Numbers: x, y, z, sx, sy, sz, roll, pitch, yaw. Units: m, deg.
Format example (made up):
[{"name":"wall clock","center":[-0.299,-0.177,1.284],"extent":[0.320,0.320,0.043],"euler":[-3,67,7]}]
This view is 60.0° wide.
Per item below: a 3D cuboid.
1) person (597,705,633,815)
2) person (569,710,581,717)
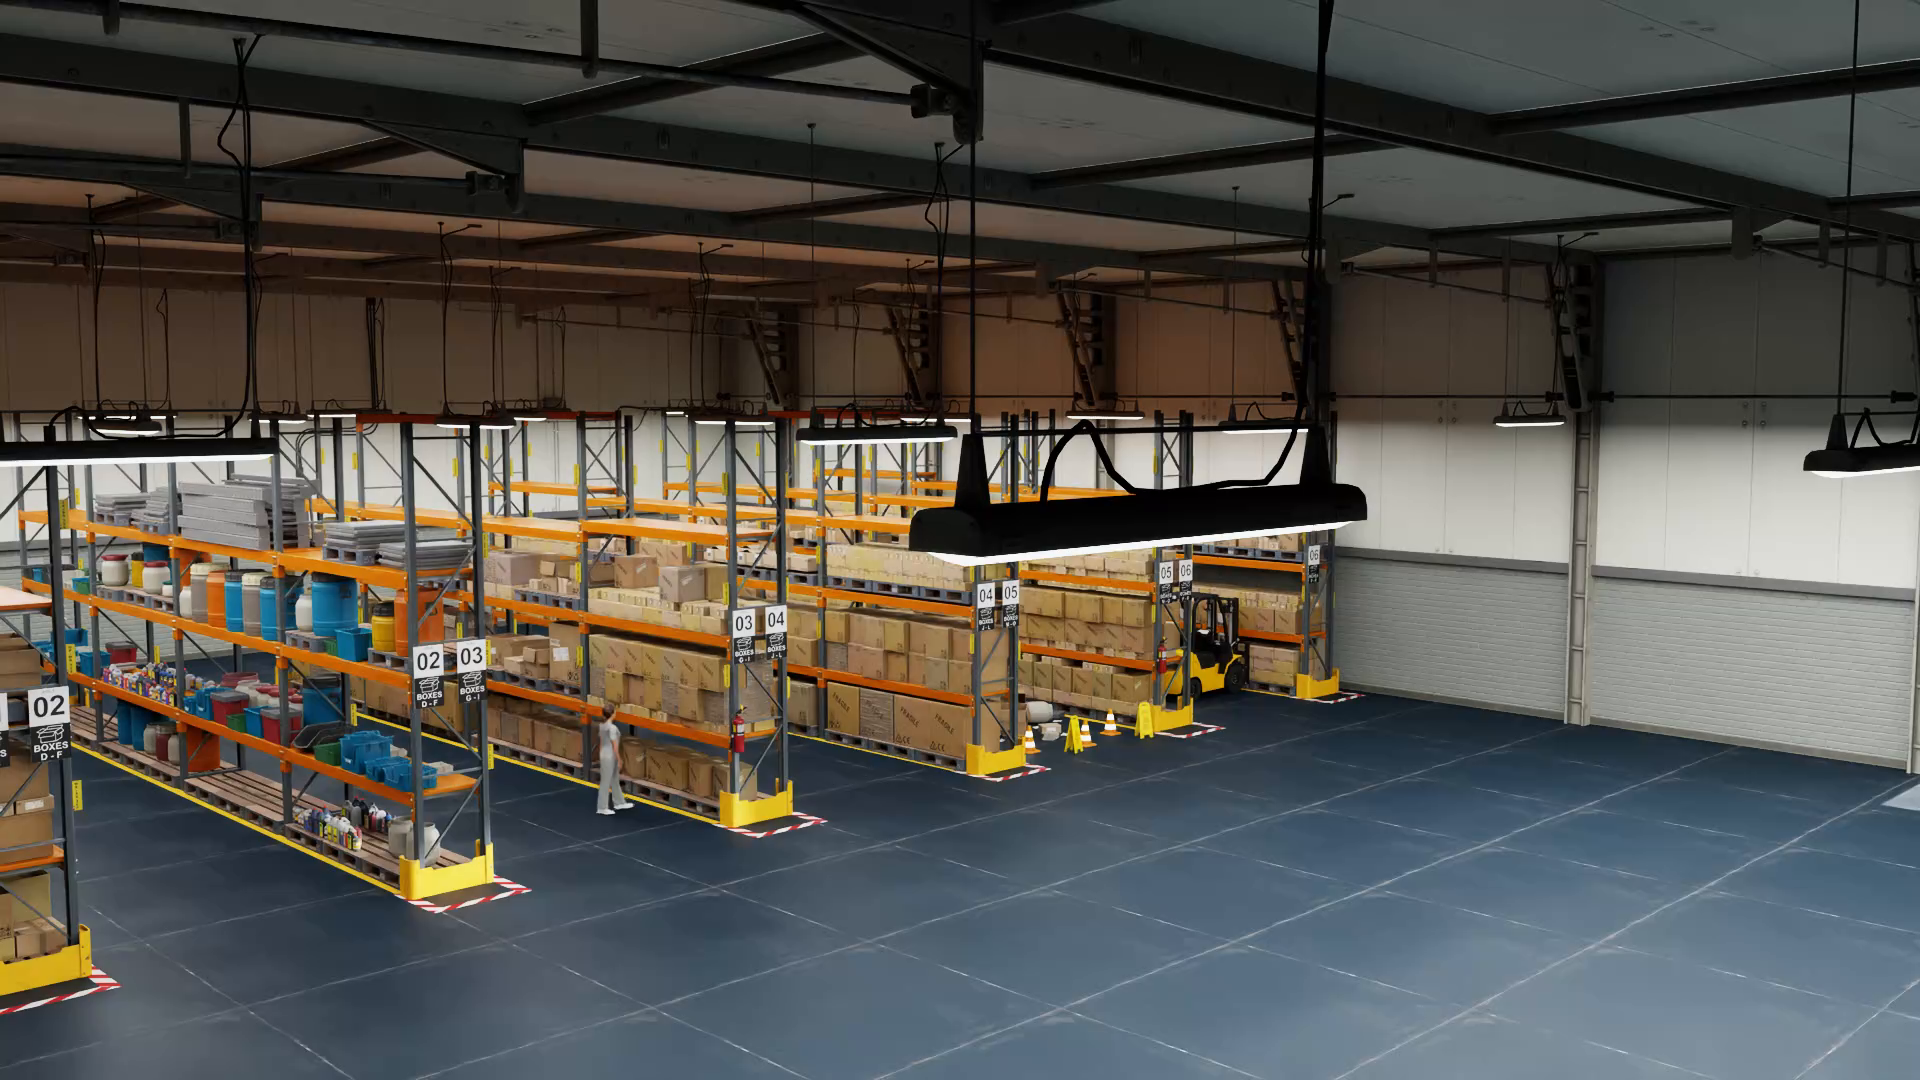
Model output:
[{"name":"person","center":[-5.243,3.314,25.242],"extent":[0.569,1.666,0.485],"euler":[-1,5,-16]},{"name":"person","center":[-7.324,2.678,32.165],"extent":[1.018,1.731,0.669],"euler":[5,7,43]}]
